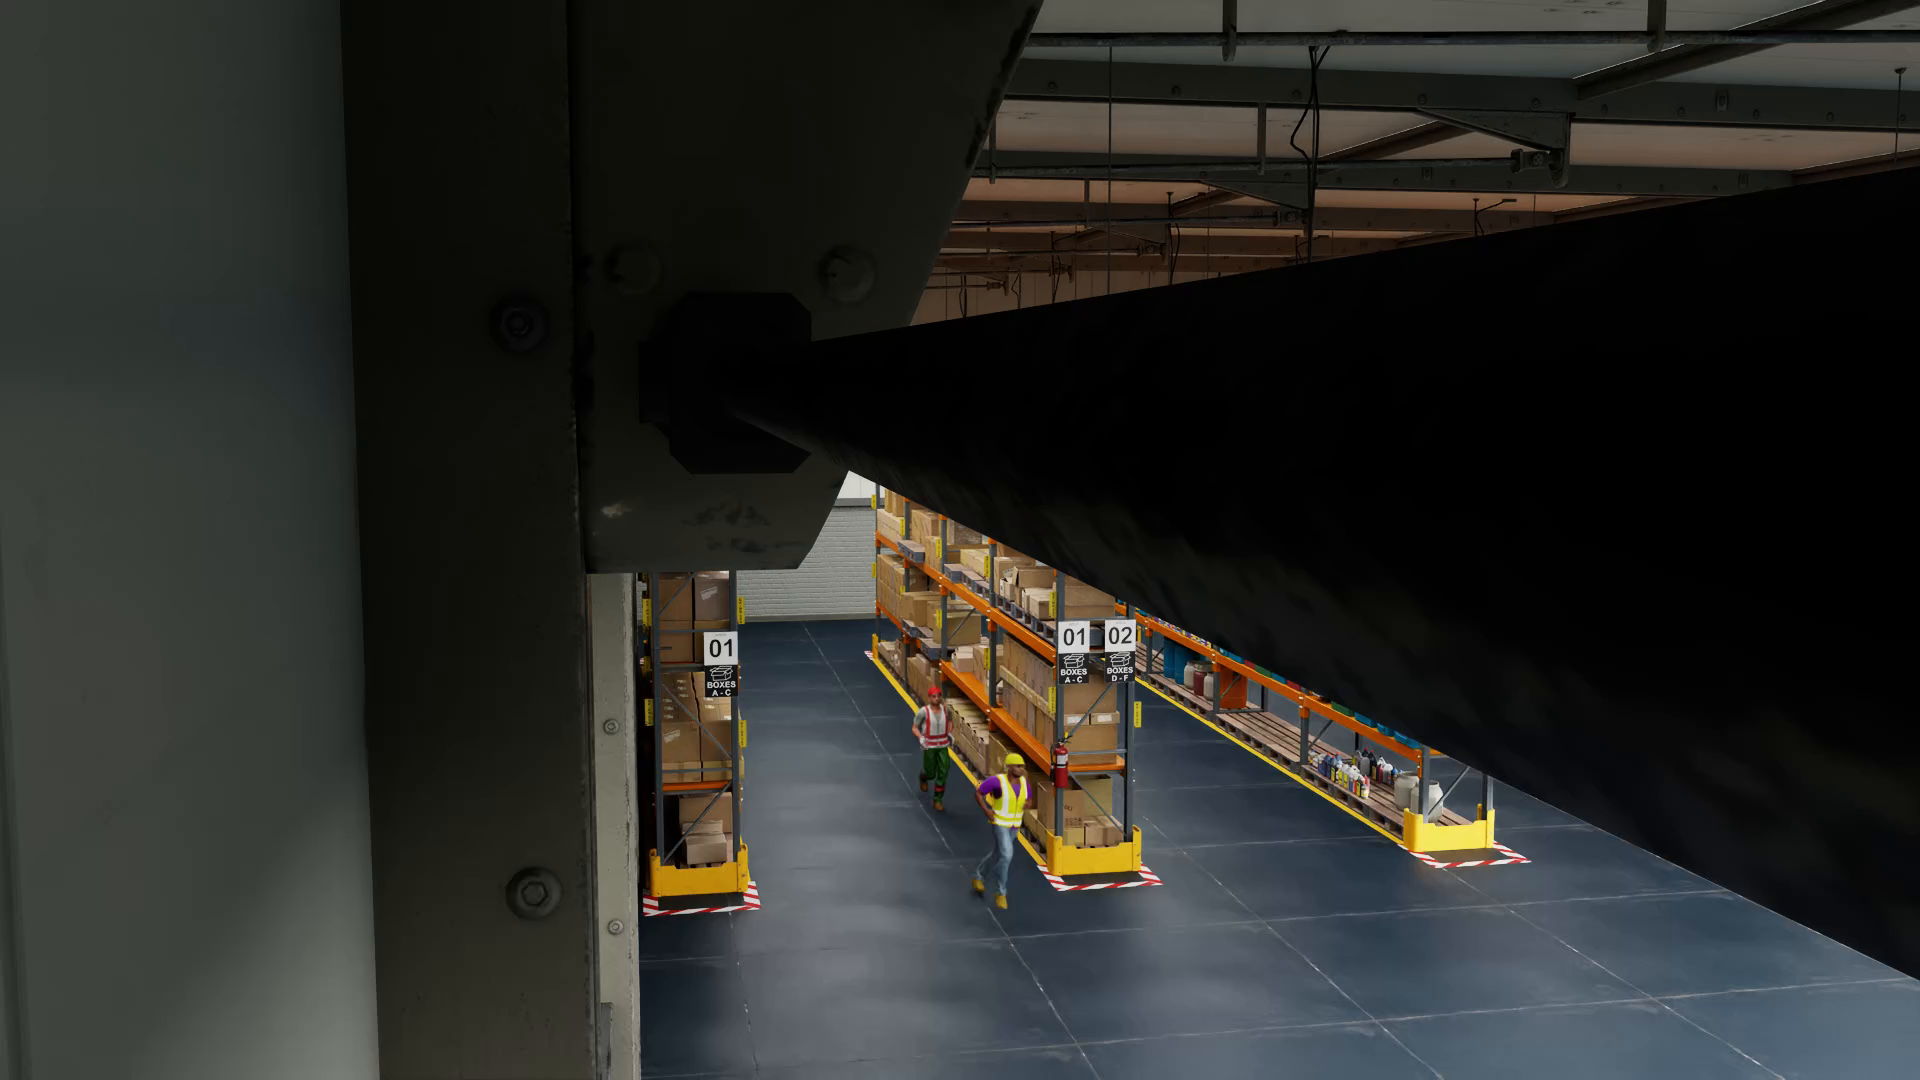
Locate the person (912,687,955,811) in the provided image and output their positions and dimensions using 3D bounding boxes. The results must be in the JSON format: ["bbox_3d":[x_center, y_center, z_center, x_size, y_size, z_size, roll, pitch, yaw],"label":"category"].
[{"bbox_3d":[-0.367,2.991,24.110,0.657,1.759,0.785,-2,6,-19],"label":"person"}]

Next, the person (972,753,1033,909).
[{"bbox_3d":[0.526,3.436,19.977,0.758,1.784,0.783,-5,8,-42],"label":"person"}]
